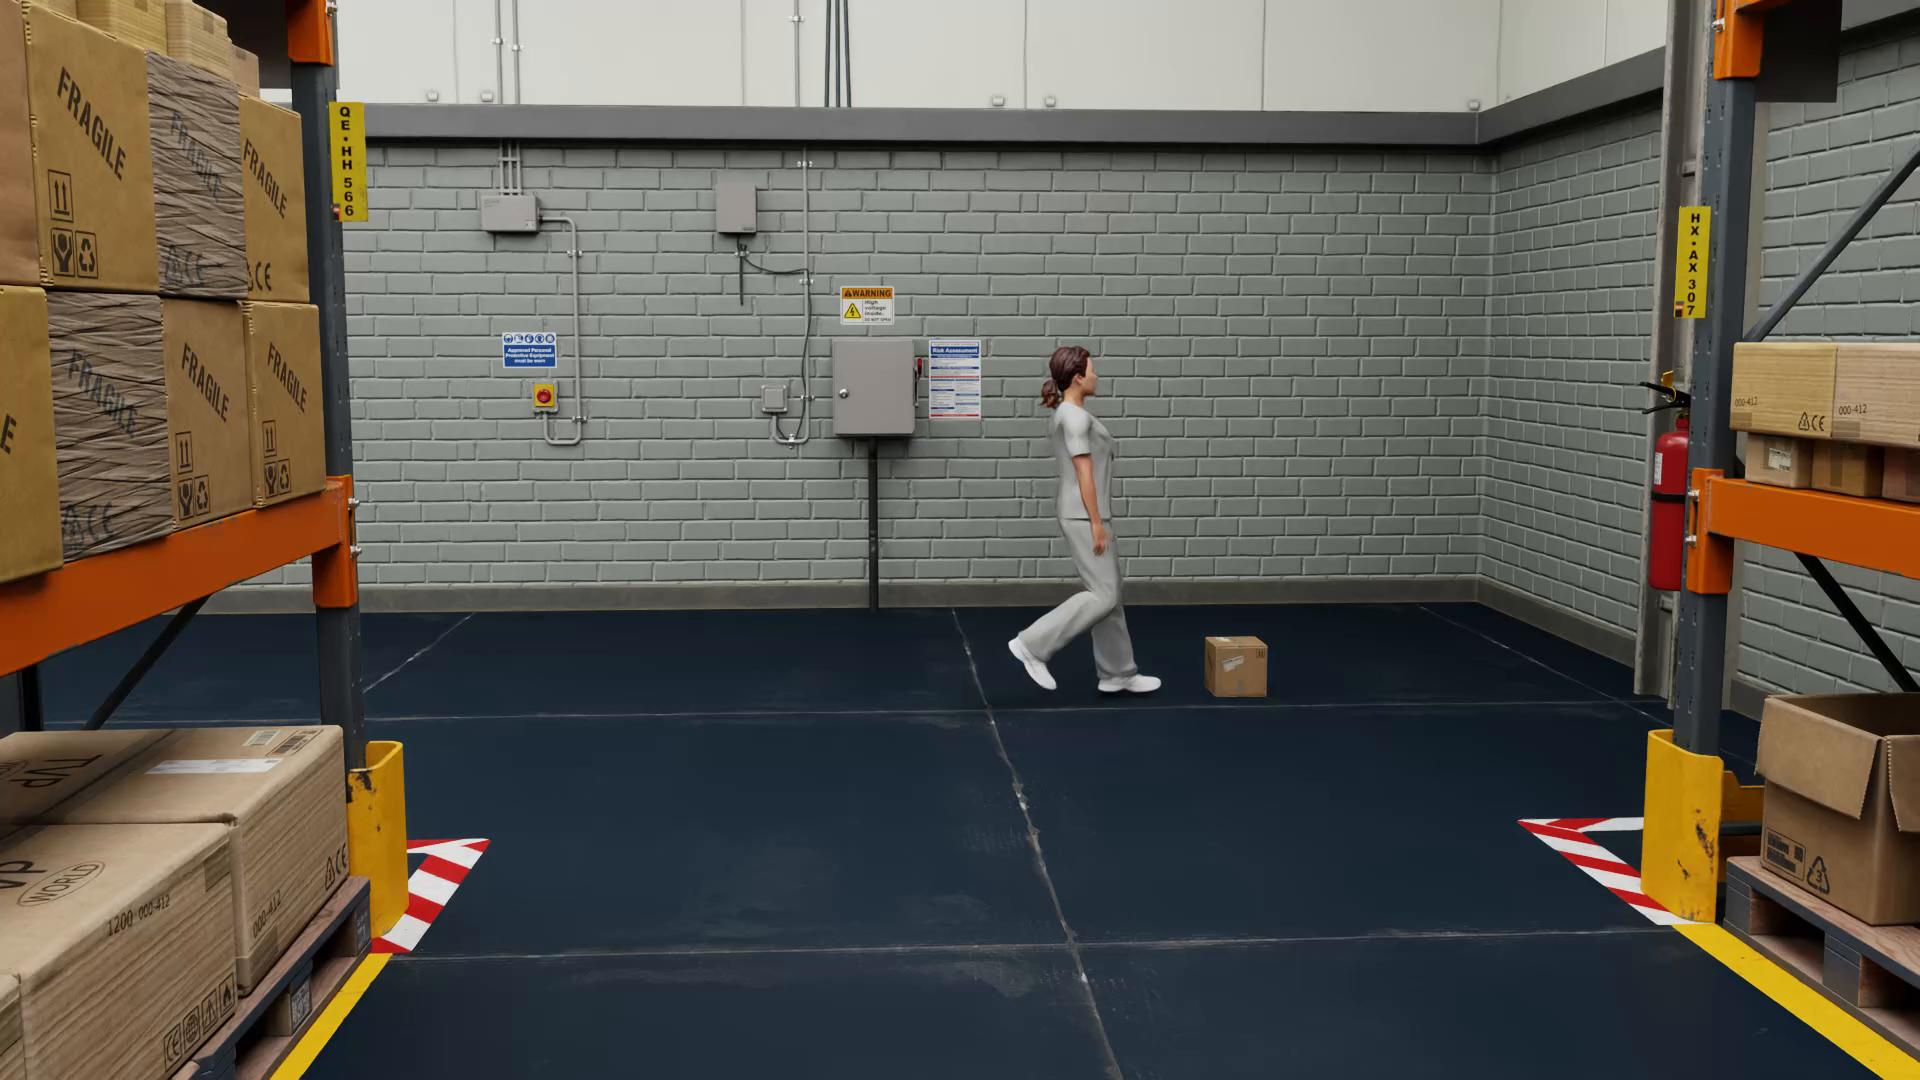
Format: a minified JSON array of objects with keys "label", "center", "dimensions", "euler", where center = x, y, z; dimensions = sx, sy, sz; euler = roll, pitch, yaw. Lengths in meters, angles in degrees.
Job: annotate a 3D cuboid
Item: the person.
[{"label":"person","center":[0.600,-0.082,7.850],"dimensions":[0.752,1.653,0.470],"euler":[0,7,-2]}]
